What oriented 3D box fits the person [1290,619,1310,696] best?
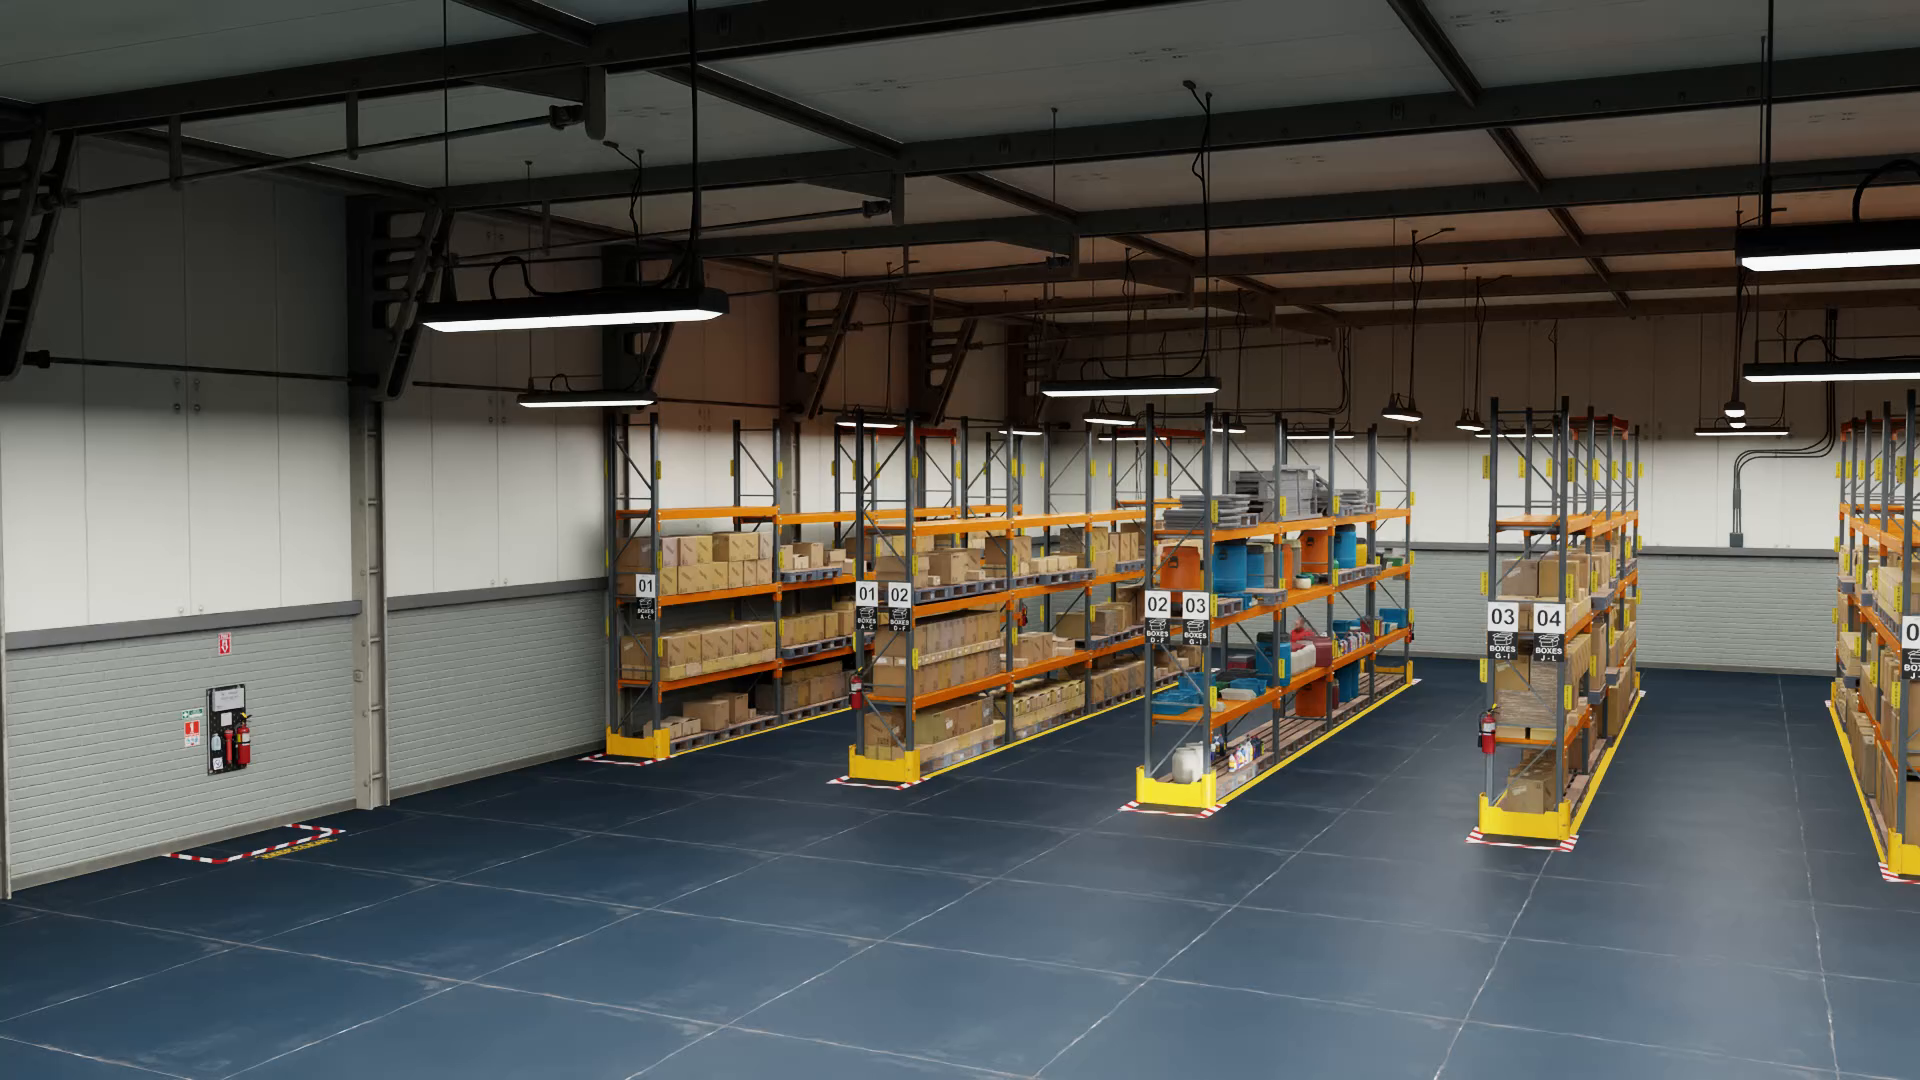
[{"bbox_3d":[7.470,2.585,36.963,0.641,1.665,1.007,2,3,42],"label":"person"}]
